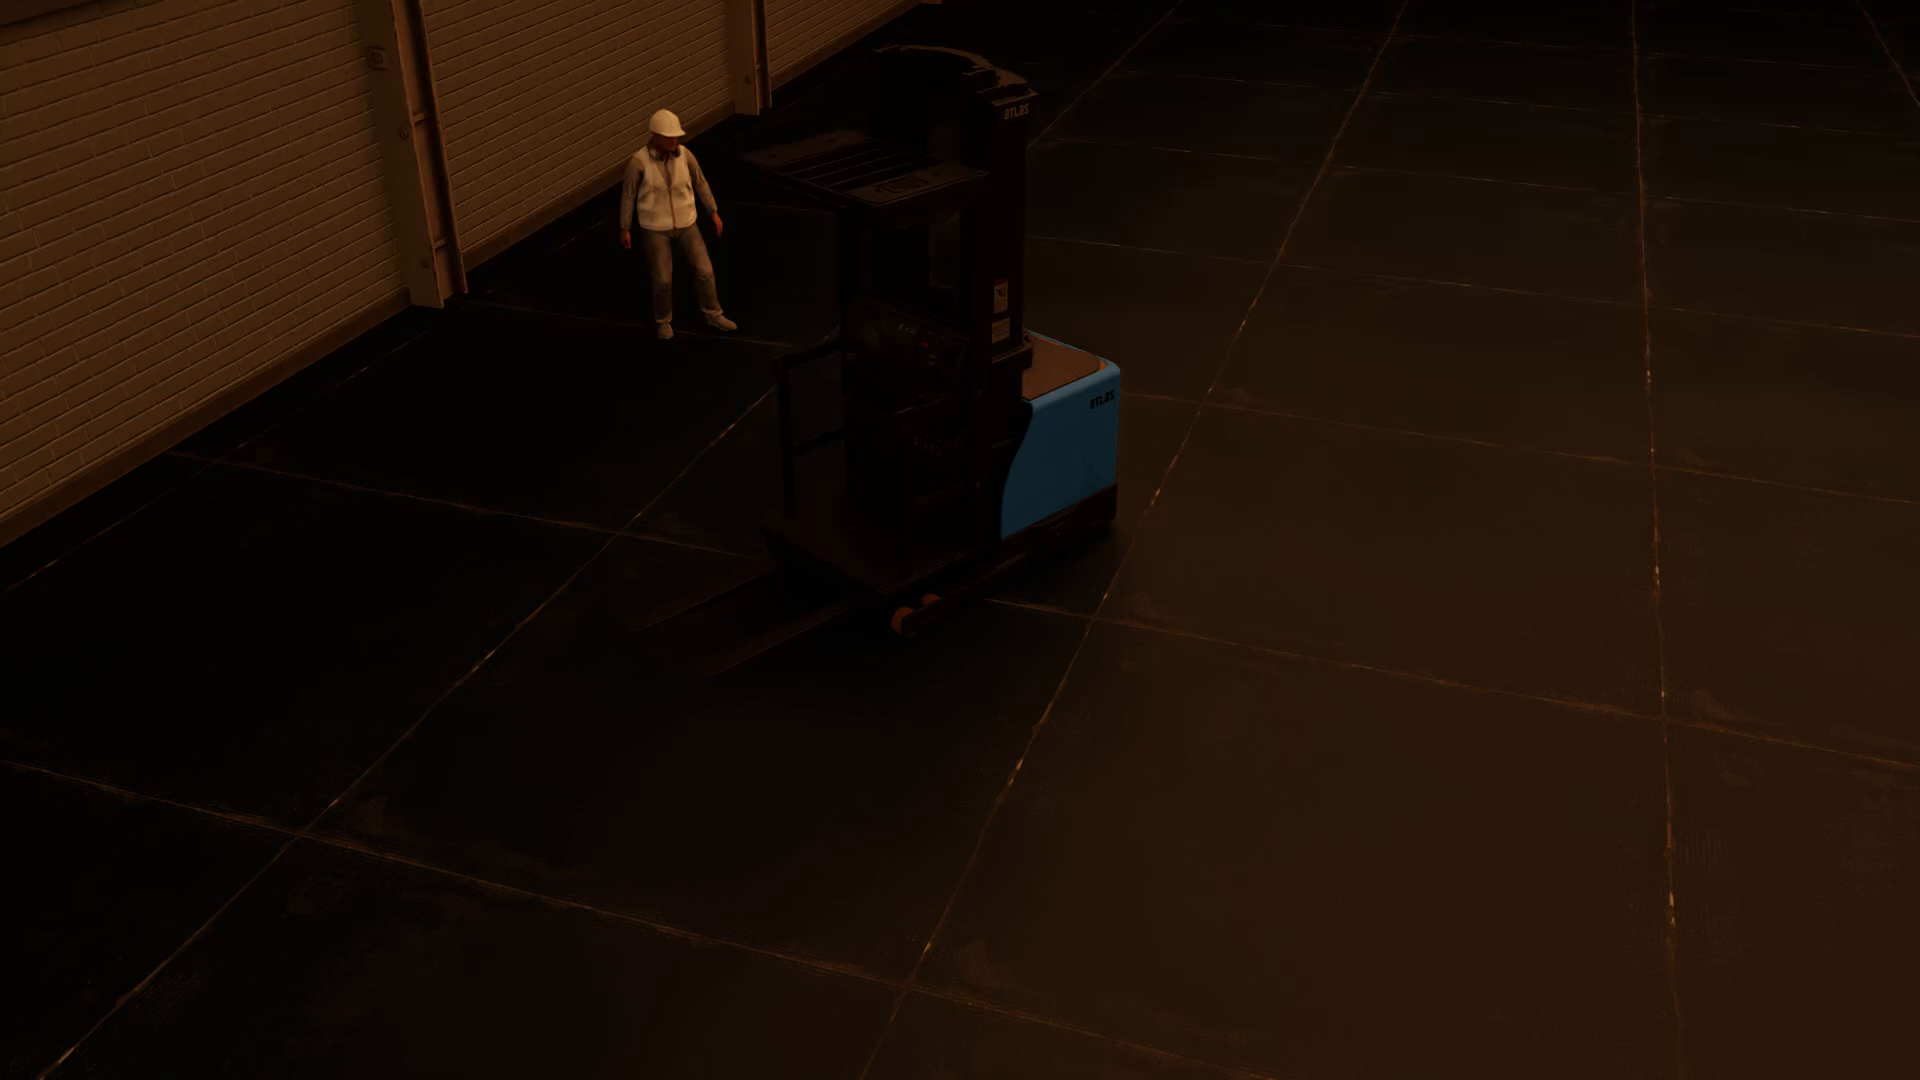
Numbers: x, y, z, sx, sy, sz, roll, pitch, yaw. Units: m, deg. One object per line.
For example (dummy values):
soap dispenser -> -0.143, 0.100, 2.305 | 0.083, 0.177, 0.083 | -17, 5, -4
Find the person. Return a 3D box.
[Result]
person -> -2.153, -2.372, 12.495 | 0.796, 1.746, 0.431 | -15, 33, -24

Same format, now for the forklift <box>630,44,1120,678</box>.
forklift -> -0.446, -1.028, 8.940 | 3.031, 2.935, 1.130 | -26, 39, -38
